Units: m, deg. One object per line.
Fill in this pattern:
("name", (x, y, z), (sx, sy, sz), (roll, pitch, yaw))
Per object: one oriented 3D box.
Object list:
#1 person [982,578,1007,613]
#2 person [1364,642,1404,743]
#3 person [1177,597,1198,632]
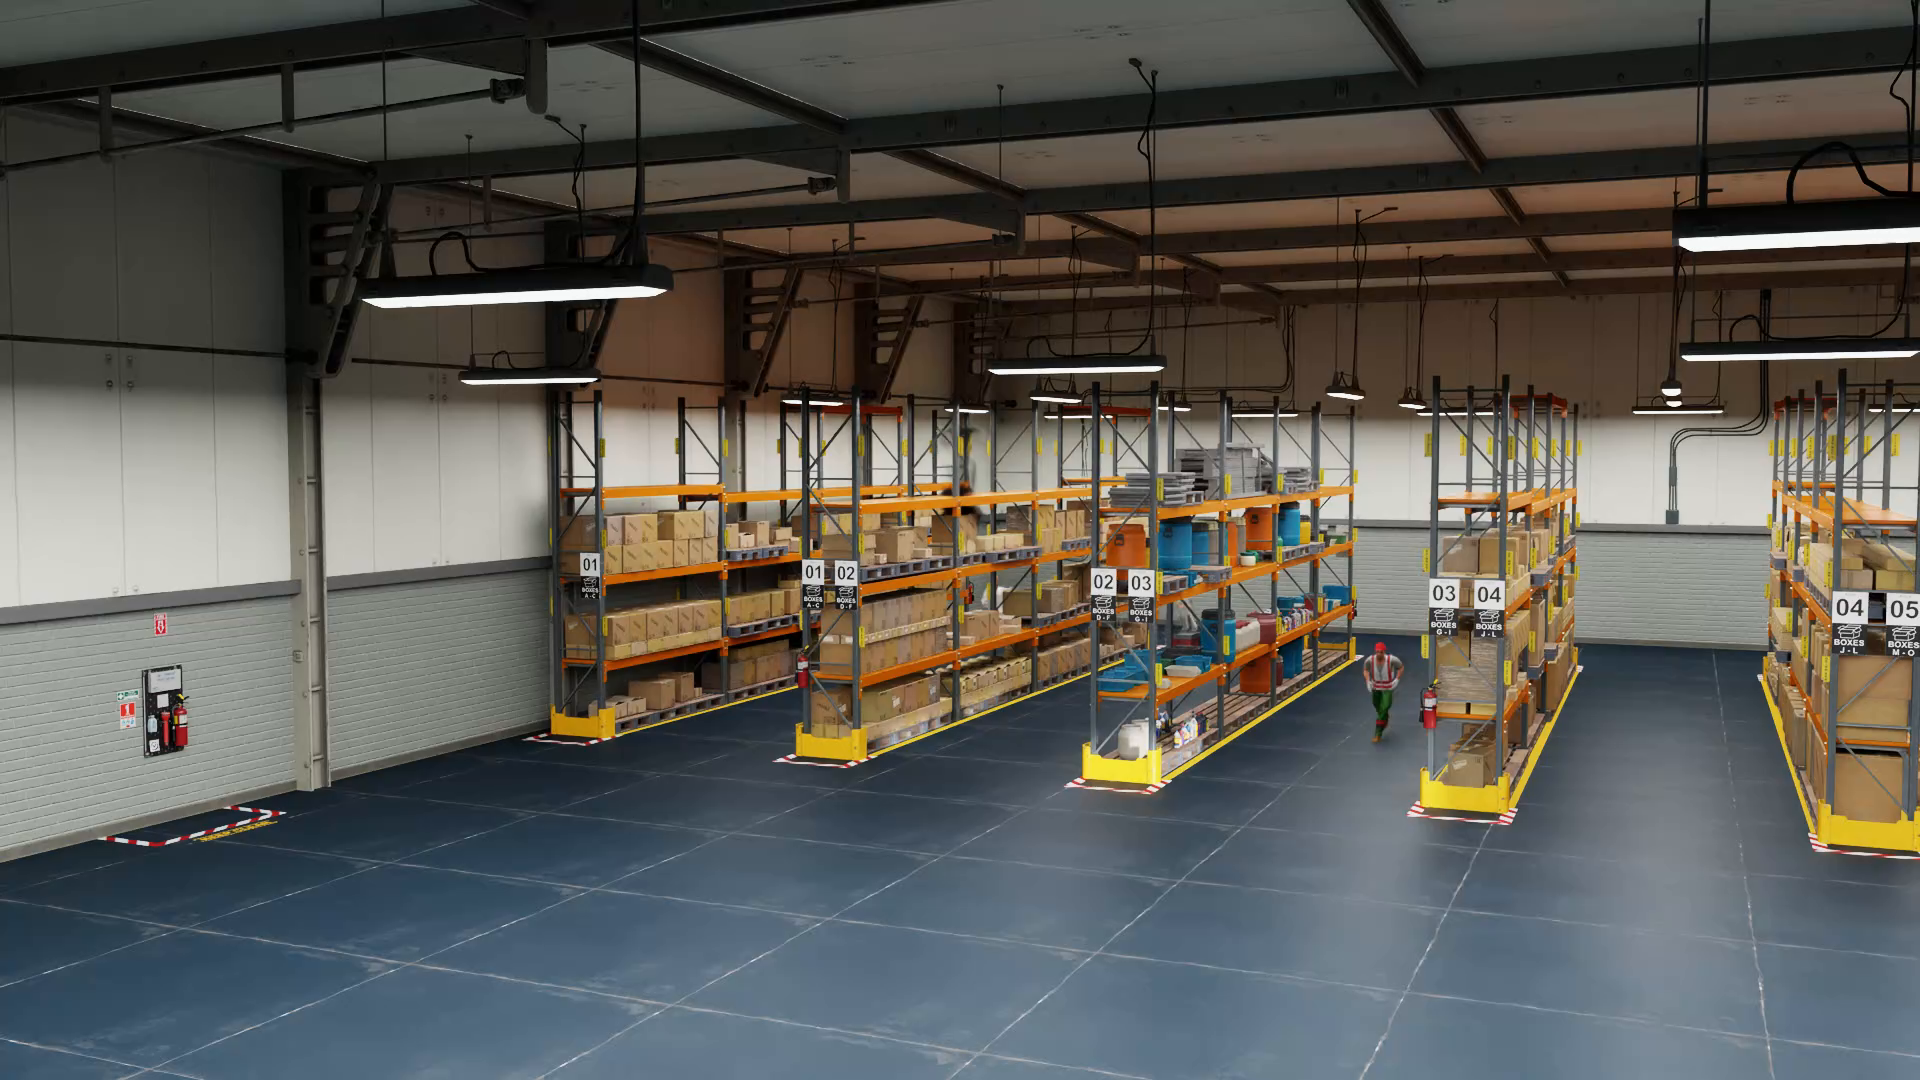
("person", (0.895, 1.818, 41.688), (0.700, 1.765, 1.001), (1, 3, 14))
("person", (7.289, 2.586, 28.600), (0.676, 1.729, 1.017), (1, 3, 21))
("person", (5.634, 1.894, 41.723), (0.577, 1.650, 0.755), (-3, 4, -41))
